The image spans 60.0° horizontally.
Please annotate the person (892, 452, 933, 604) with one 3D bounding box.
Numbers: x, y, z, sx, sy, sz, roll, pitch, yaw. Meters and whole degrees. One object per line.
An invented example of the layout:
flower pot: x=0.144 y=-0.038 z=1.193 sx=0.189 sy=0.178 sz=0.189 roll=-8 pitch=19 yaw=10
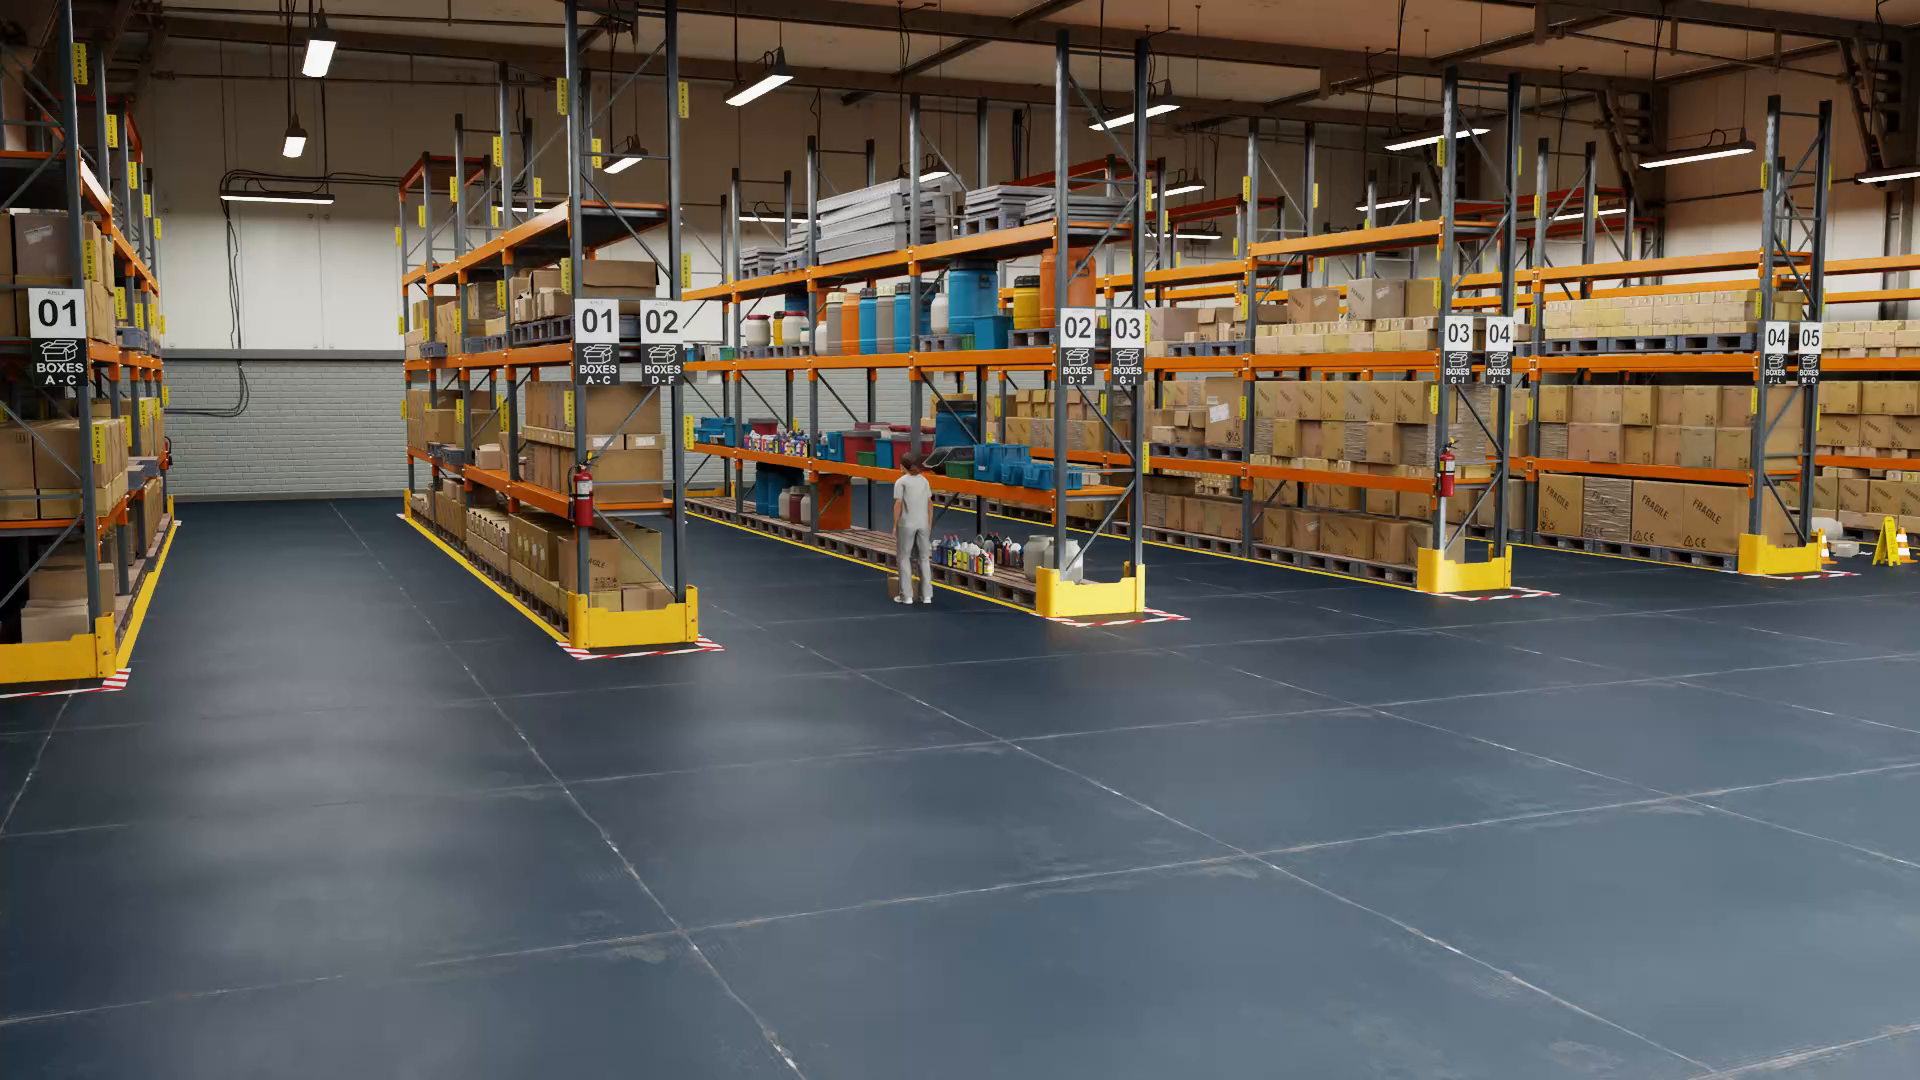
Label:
person: x=-0.535 y=-0.134 z=18.374 sx=0.502 sy=1.671 sz=0.416 roll=-3 pitch=6 yaw=-27
